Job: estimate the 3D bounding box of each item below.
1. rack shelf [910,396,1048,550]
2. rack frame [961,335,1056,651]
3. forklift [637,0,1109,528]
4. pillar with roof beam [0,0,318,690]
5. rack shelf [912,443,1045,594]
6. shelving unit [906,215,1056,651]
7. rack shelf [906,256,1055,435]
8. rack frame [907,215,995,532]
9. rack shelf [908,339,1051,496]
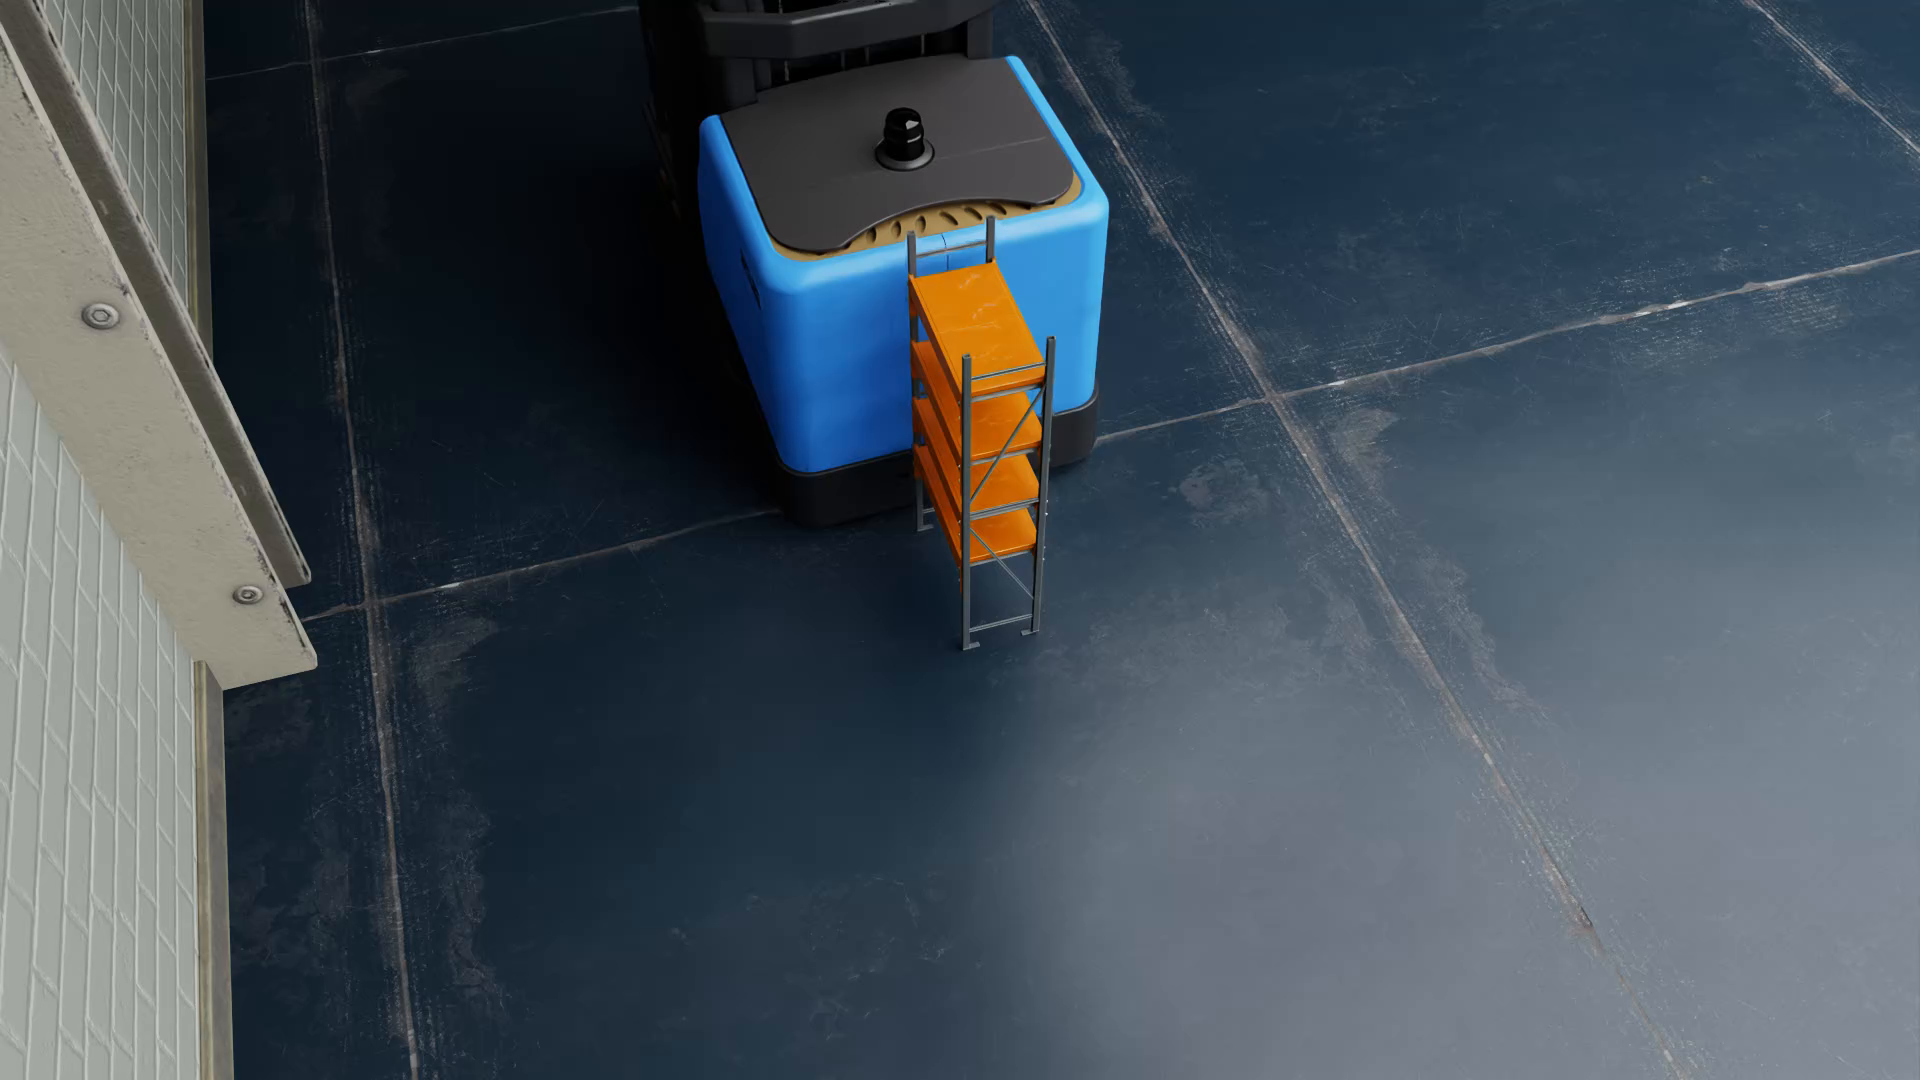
[{"bbox_3d":[0.049,-0.222,4.741,0.258,0.148,0.480,-13,51,-11],"label":"rack shelf"},{"bbox_3d":[0.121,-0.088,4.539,0.240,1.200,0.015,-13,51,-11],"label":"rack frame"},{"bbox_3d":[-0.520,-2.140,5.137,1.130,2.935,3.031,-15,51,-12],"label":"forklift"},{"bbox_3d":[2.001,-3.605,2.403,9.100,9.000,0.400,-13,51,-11],"label":"pillar with roof beam"},{"bbox_3d":[0.049,-0.094,4.893,0.258,0.148,0.480,-13,51,-11],"label":"rack shelf"},{"bbox_3d":[0.049,-0.266,4.689,0.258,1.200,0.503,-13,51,-11],"label":"shelving unit"},{"bbox_3d":[0.049,-0.519,4.389,0.258,0.148,0.480,-13,51,-11],"label":"rack shelf"},{"bbox_3d":[-0.023,-0.444,4.840,0.240,1.200,0.015,-13,51,-11],"label":"rack frame"},{"bbox_3d":[0.049,-0.367,4.570,0.258,0.148,0.480,-13,51,-11],"label":"rack shelf"}]
